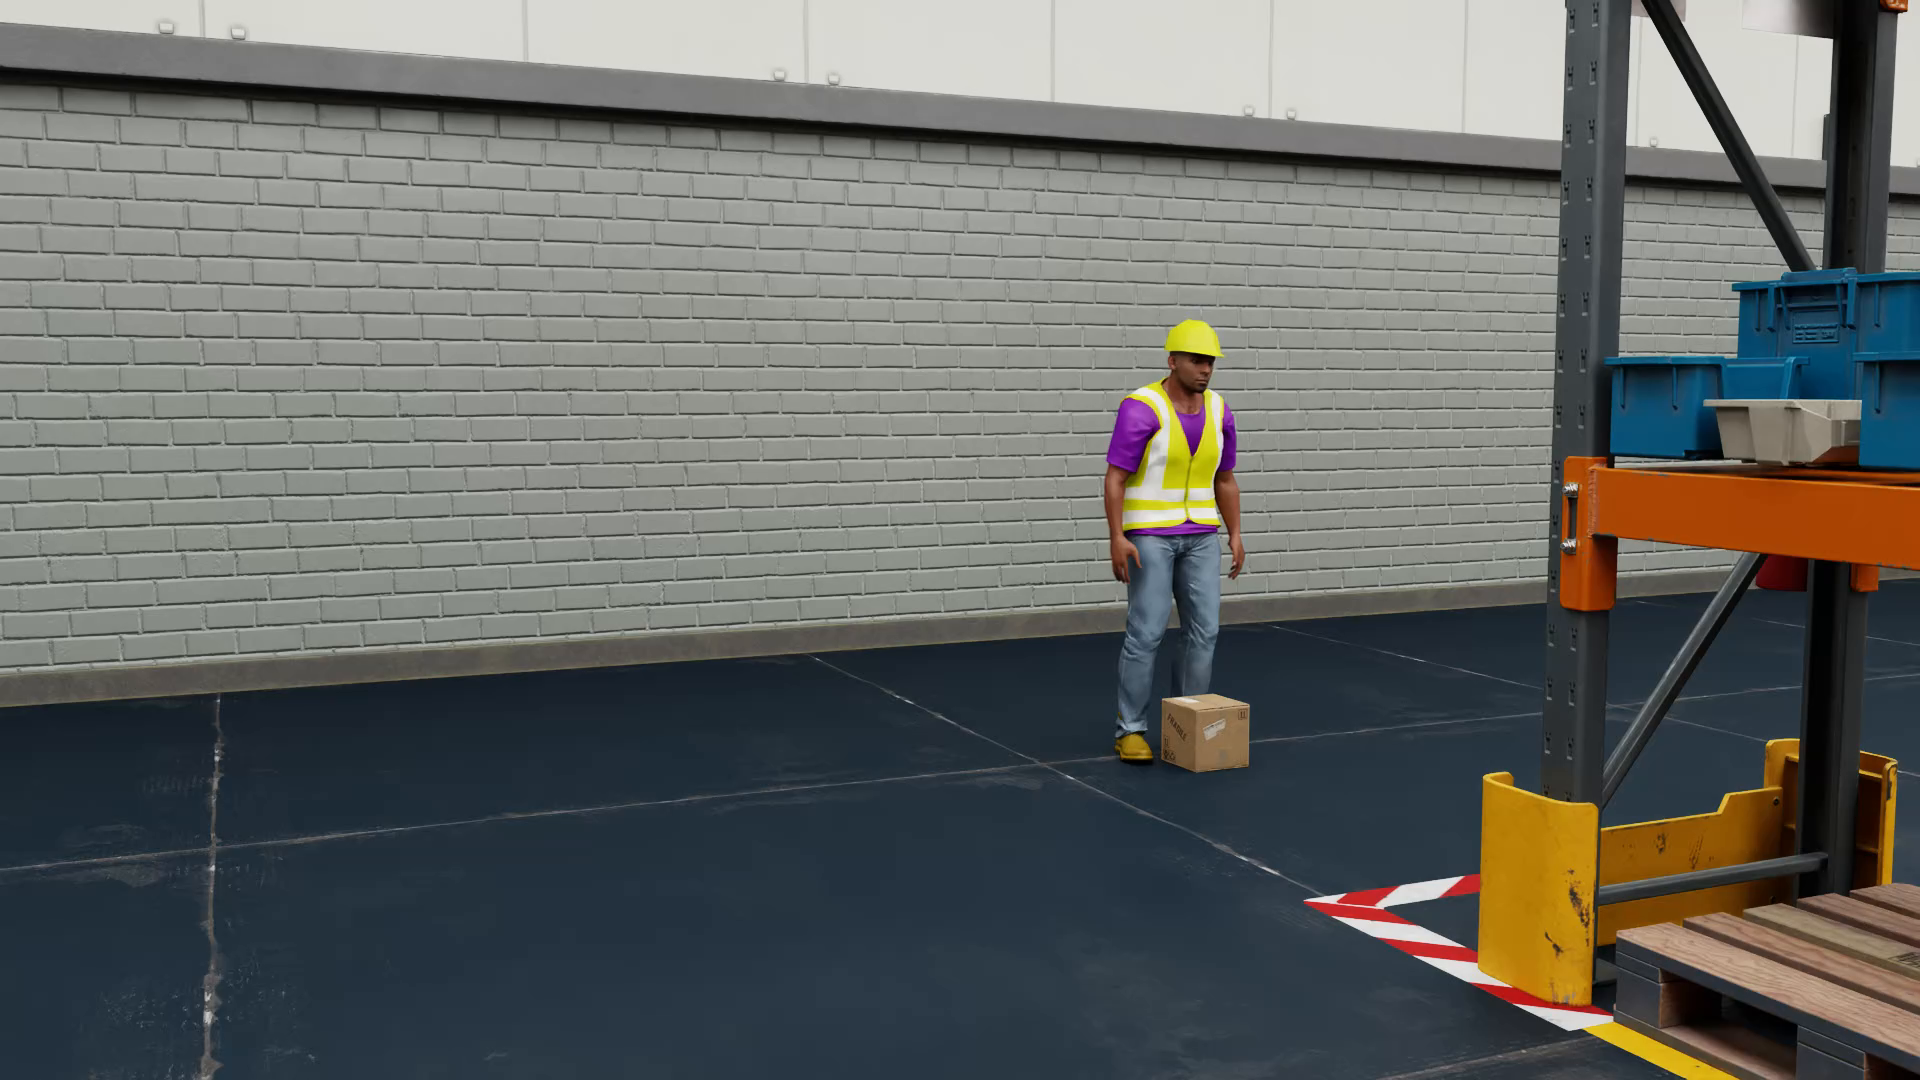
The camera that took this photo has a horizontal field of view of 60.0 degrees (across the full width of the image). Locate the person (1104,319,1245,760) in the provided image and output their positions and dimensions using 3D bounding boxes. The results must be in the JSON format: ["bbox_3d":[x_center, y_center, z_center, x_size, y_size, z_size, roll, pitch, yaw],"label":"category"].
[{"bbox_3d":[0.876,-0.004,6.726,0.636,1.757,0.461,-3,6,-25],"label":"person"}]
